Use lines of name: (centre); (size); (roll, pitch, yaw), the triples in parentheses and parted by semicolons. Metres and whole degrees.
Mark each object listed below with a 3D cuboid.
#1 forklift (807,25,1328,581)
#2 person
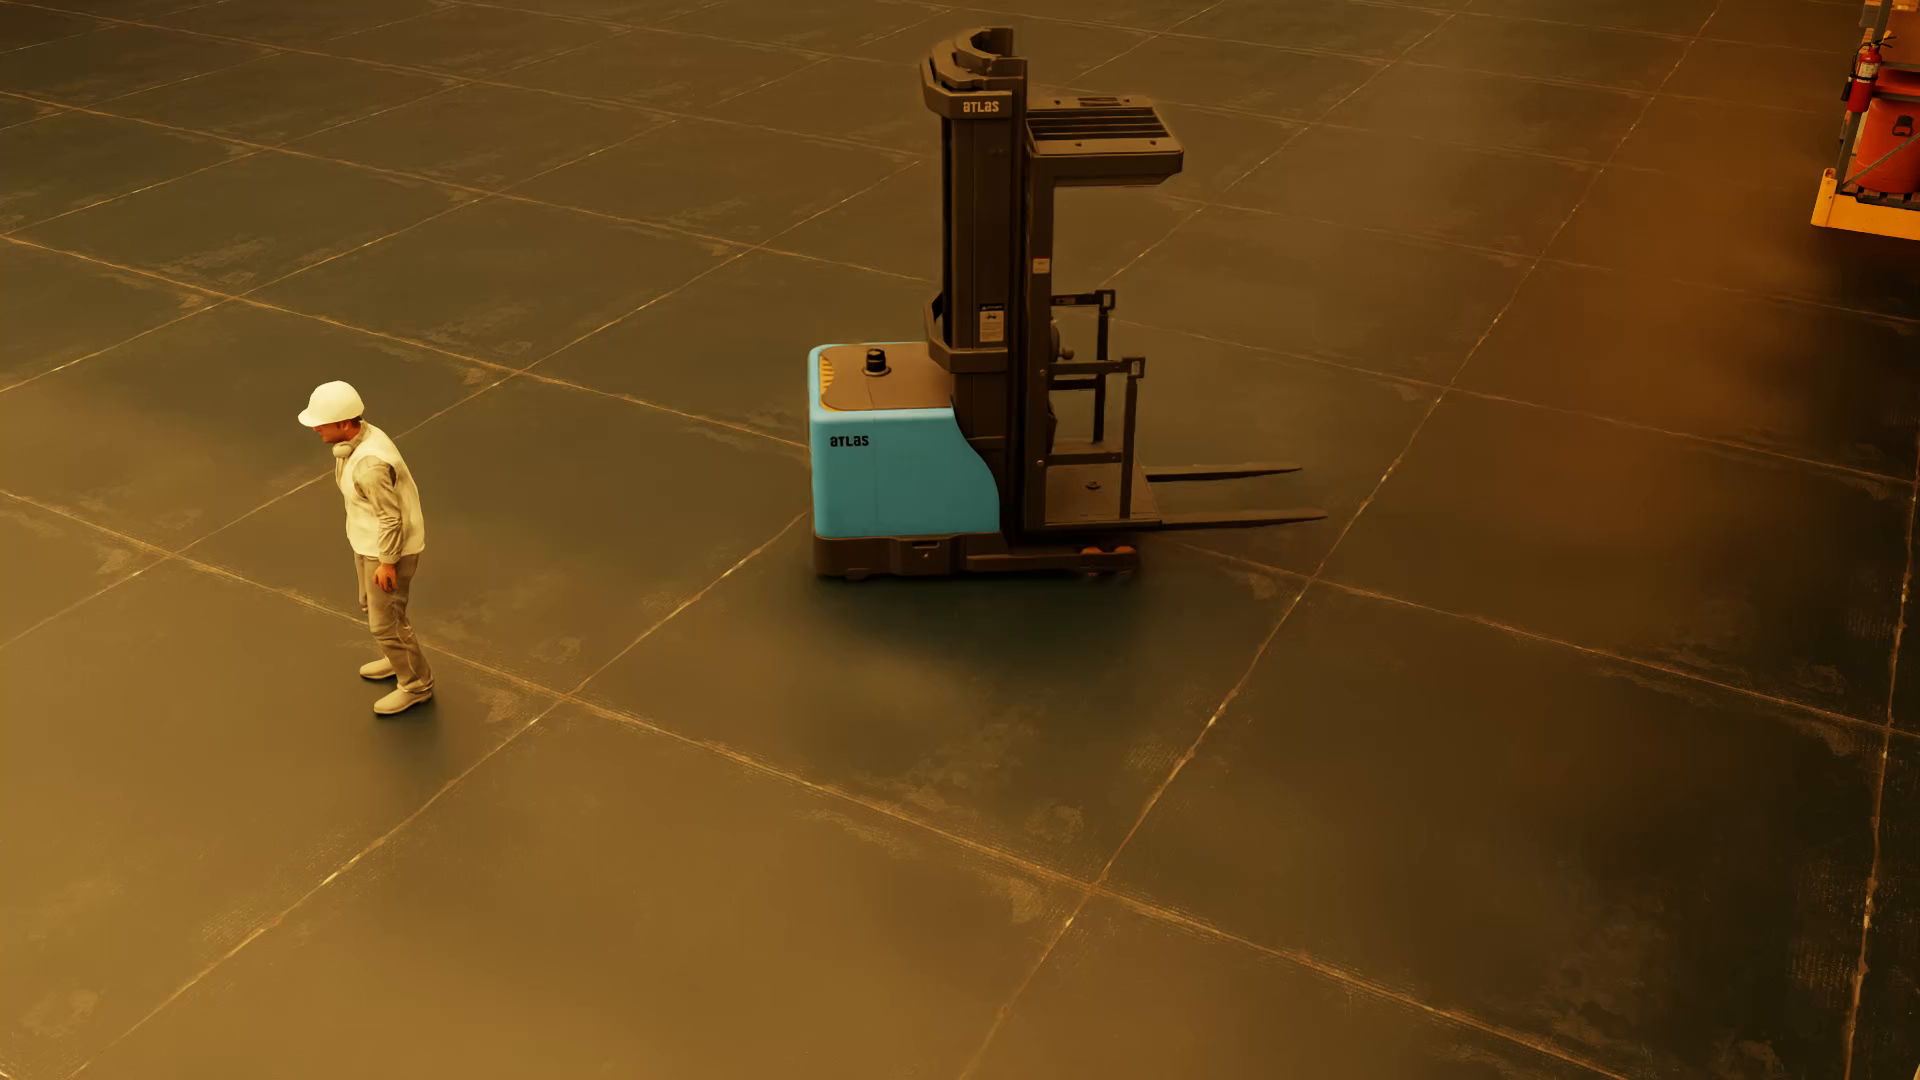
forklift: (0.635, -1.321, 9.360); (3.031, 2.935, 1.130); (-2, 30, -4)
person: (-2.879, 0.014, 8.209); (0.466, 1.769, 0.579); (-15, 33, -25)
